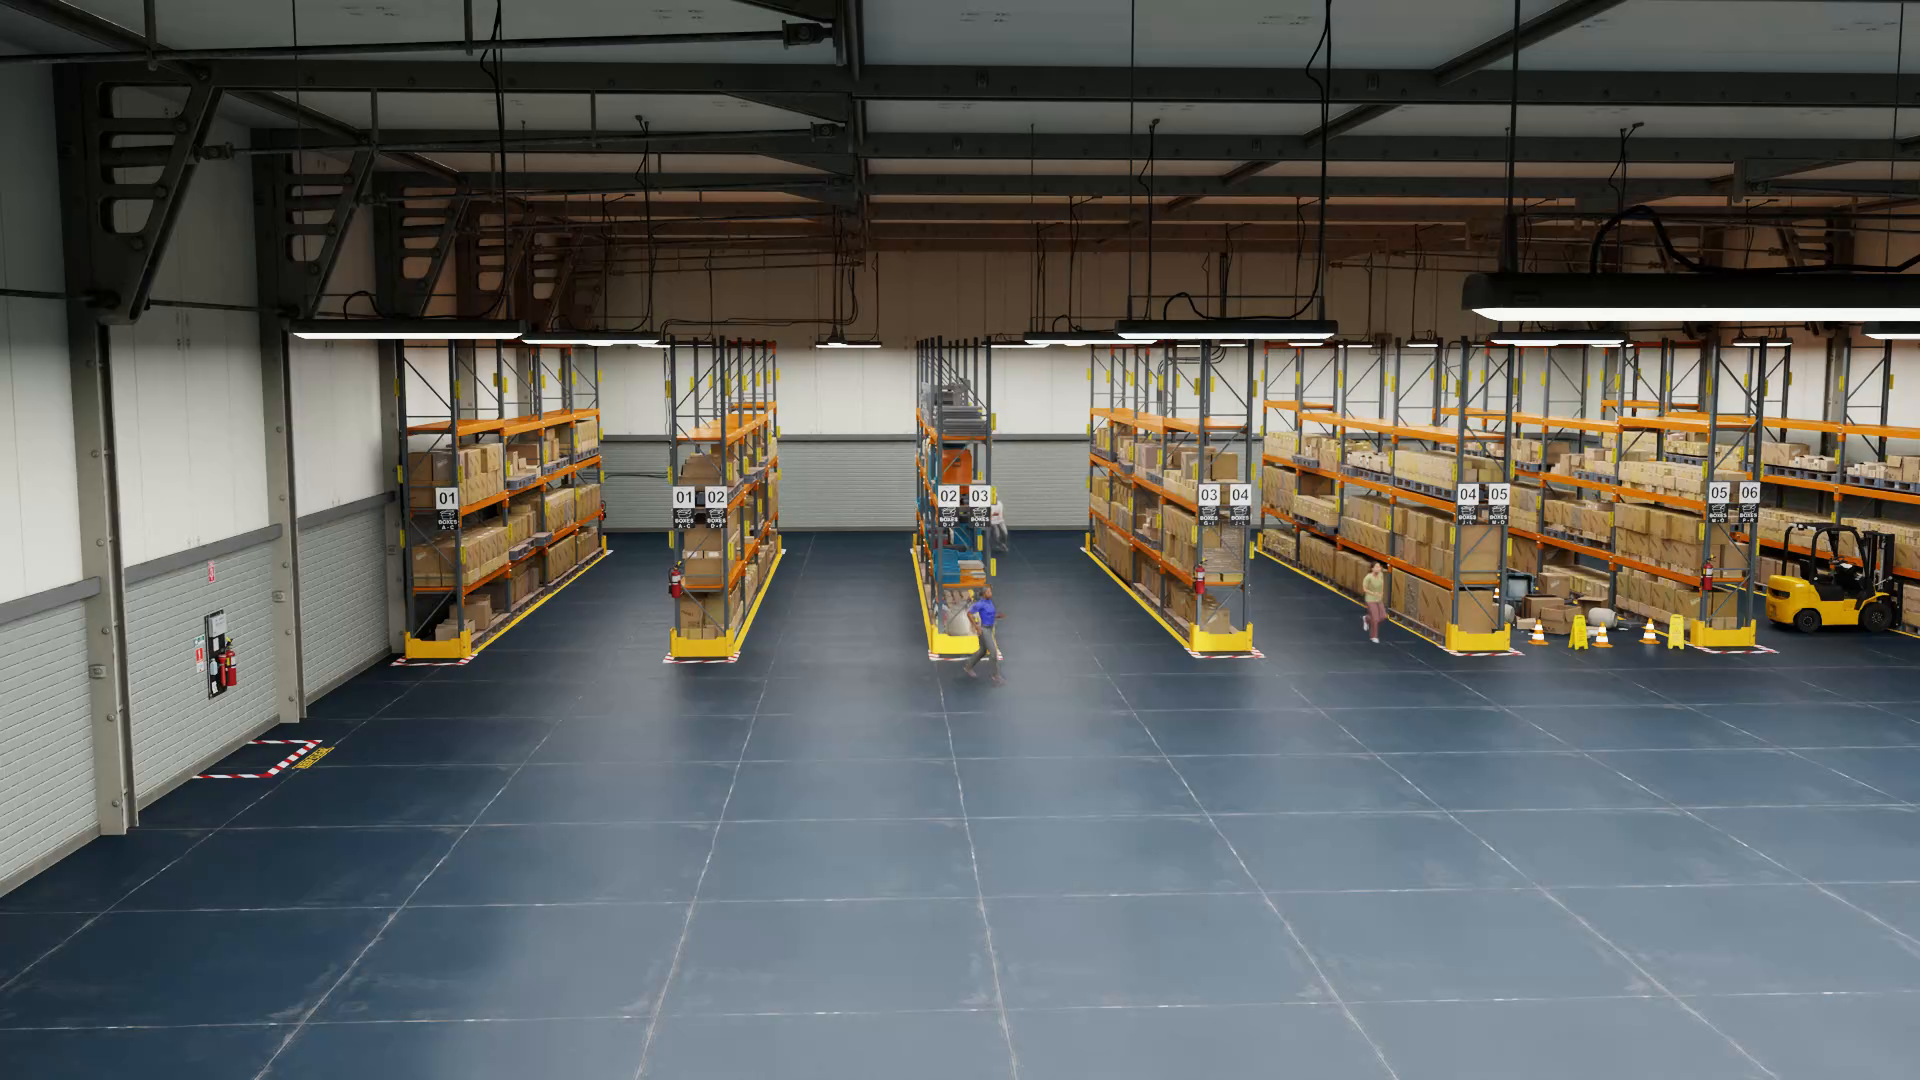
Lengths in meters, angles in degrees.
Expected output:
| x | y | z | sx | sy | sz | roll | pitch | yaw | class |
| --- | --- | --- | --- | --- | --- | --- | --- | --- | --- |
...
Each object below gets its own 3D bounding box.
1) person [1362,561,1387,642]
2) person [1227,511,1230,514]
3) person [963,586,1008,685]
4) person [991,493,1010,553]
| x | y | z | sx | sy | sz | roll | pitch | yaw | class |
| --- | --- | --- | --- | --- | --- | --- | --- | --- | --- |
| 8.177 | 1.211 | 32.803 | 0.612 | 1.621 | 0.622 | -3 | 7 | -26 | person |
| 7.970 | -0.656 | 48.444 | 0.876 | 1.817 | 0.676 | -5 | 8 | -35 | person |
| 0.434 | 1.626 | 28.750 | 0.876 | 1.686 | 0.564 | 2 | 7 | 21 | person |
| 1.024 | -0.497 | 47.305 | 0.758 | 1.733 | 0.653 | -3 | 7 | -24 | person |
